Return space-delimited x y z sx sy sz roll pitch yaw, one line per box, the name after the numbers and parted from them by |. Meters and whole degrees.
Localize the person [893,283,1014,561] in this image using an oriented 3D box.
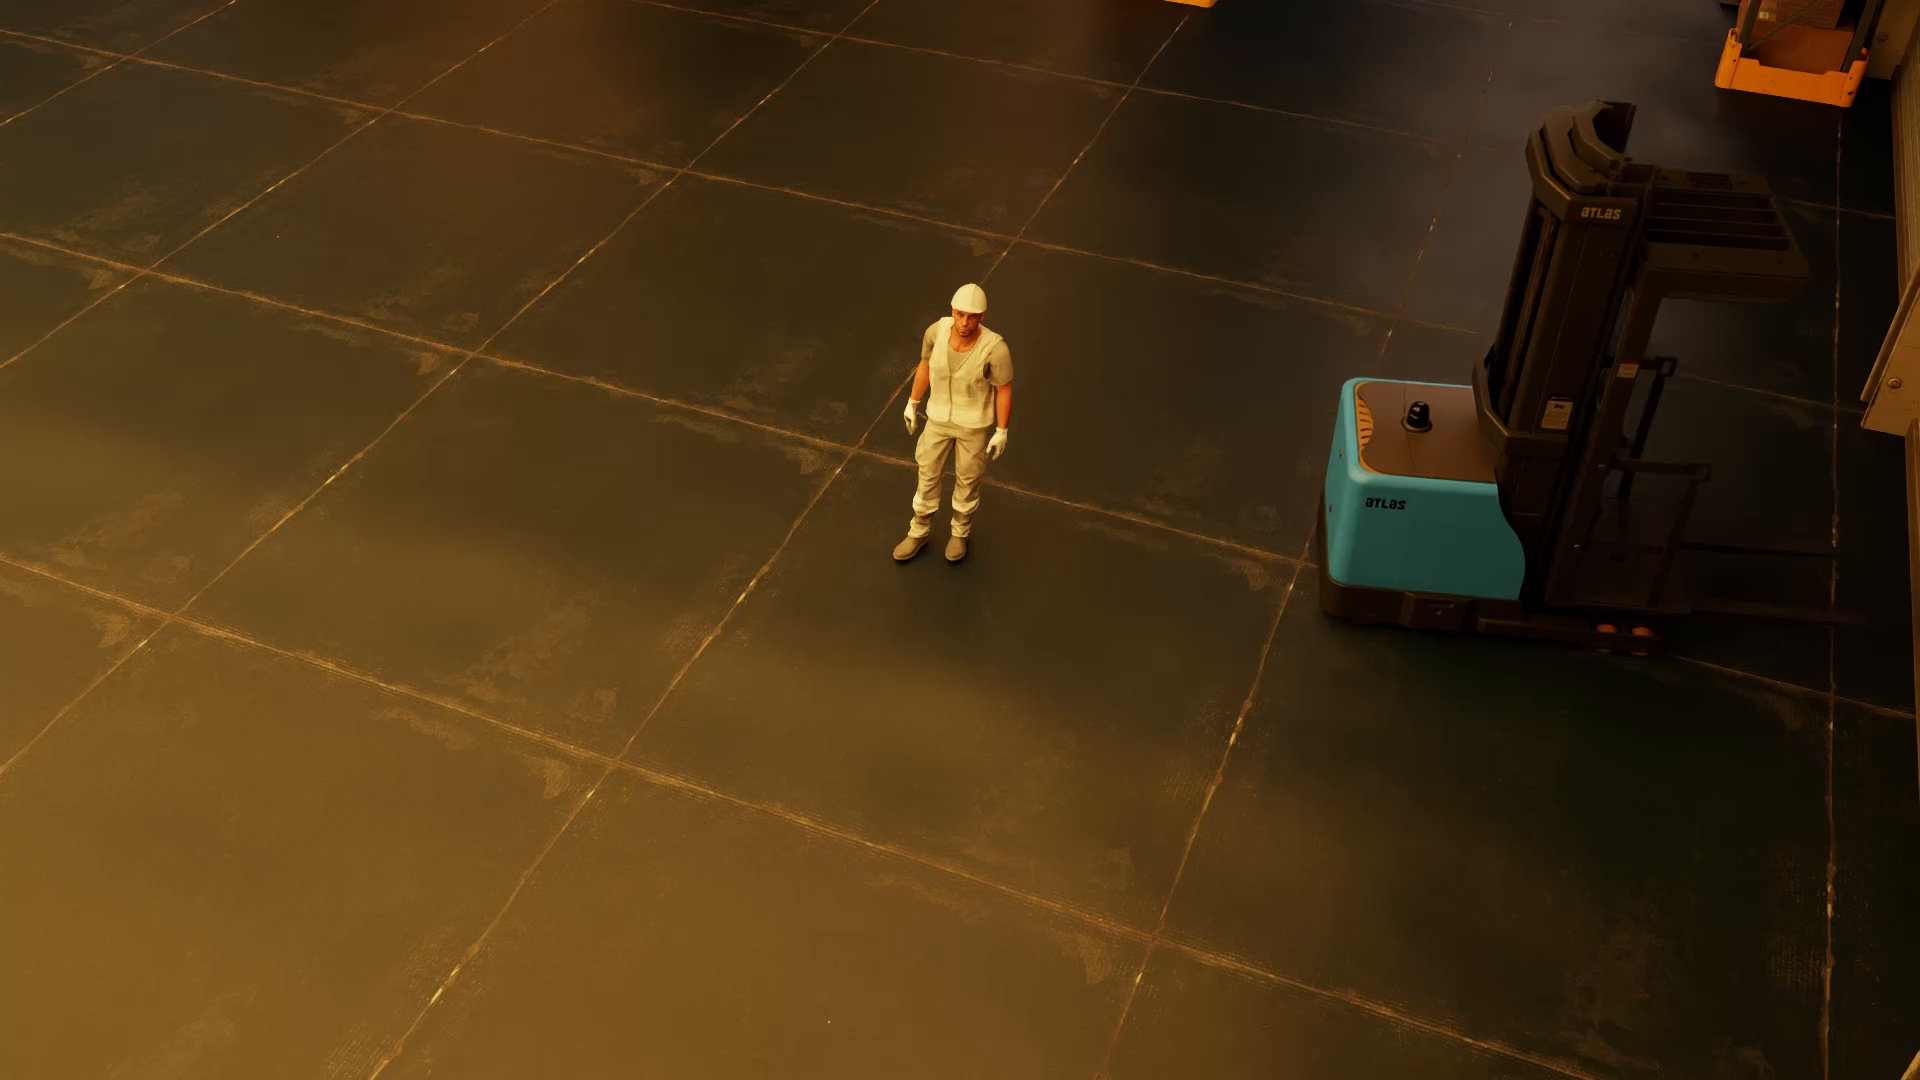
-0.042 -0.647 9.657 0.637 1.790 0.562 15 42 17 | person

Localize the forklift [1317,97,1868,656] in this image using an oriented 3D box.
3.671 -0.829 8.996 3.031 2.935 1.130 5 40 6 | forklift
